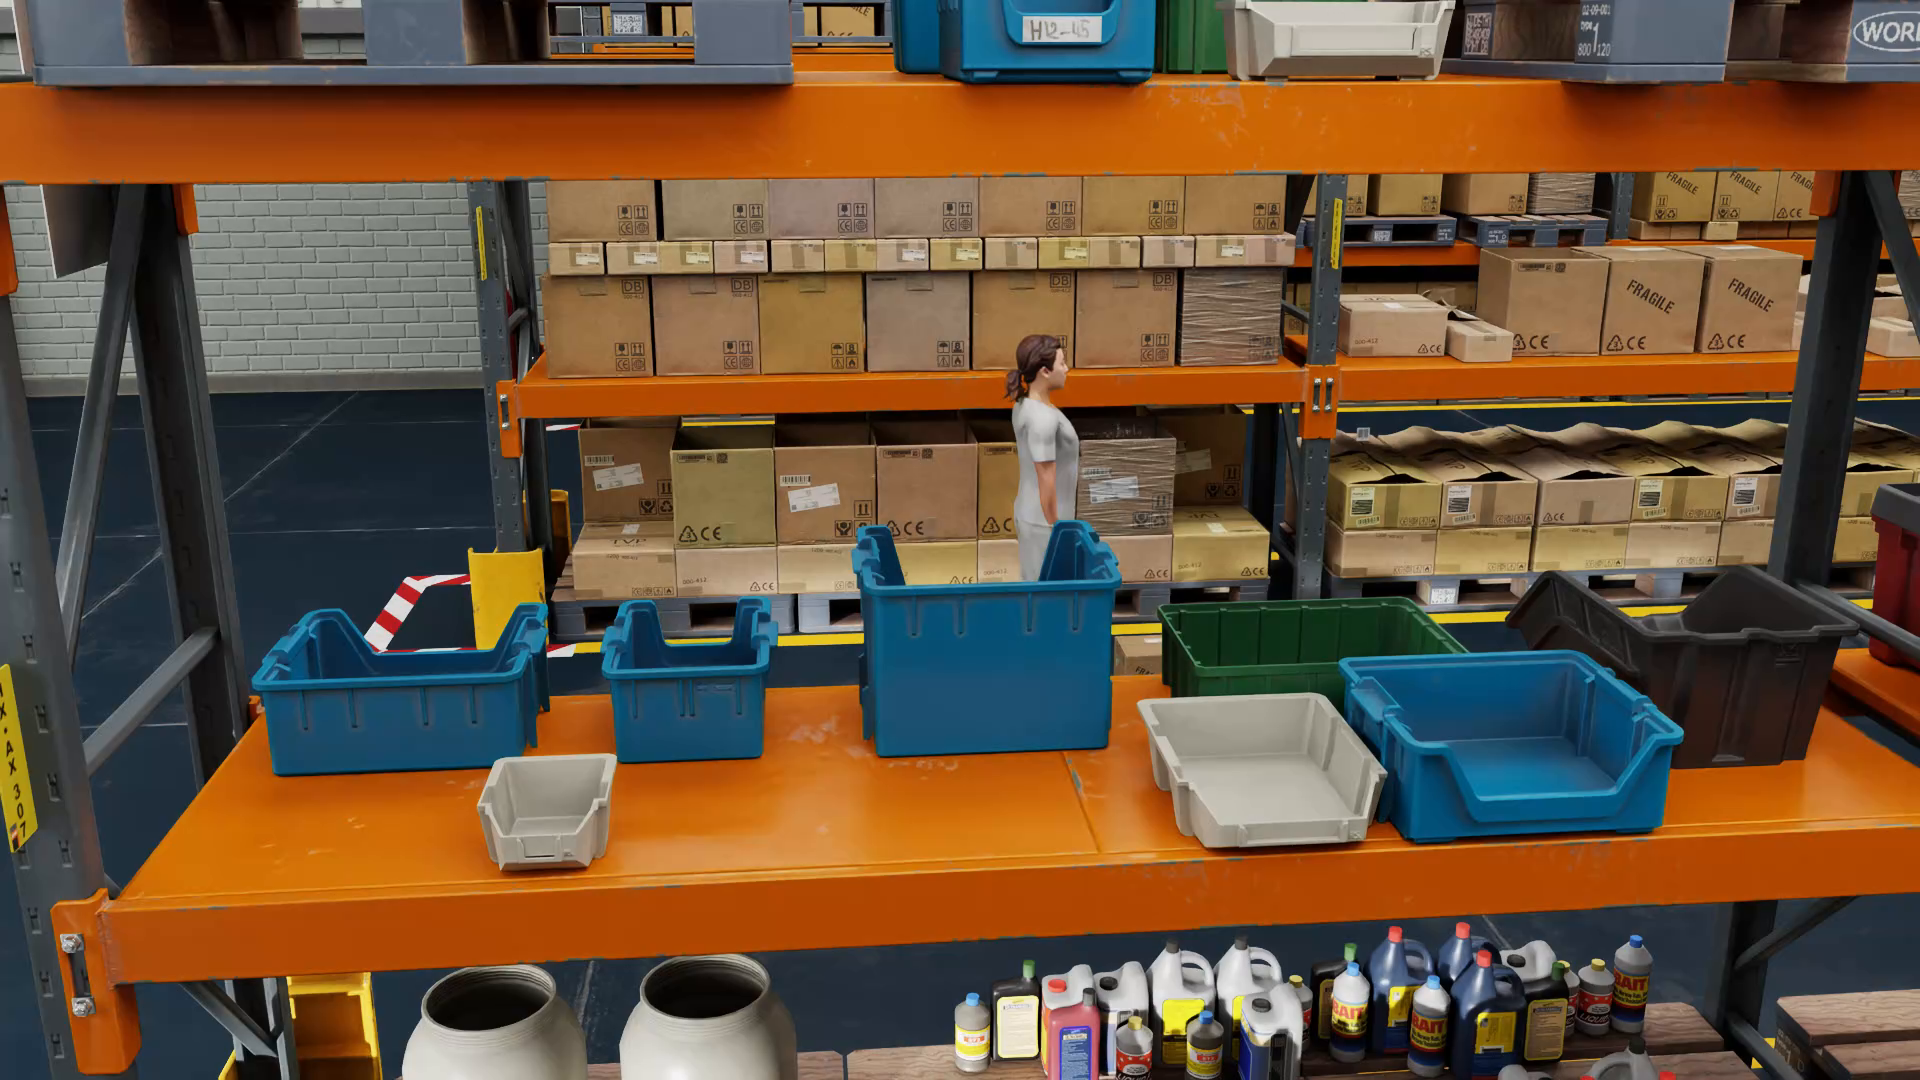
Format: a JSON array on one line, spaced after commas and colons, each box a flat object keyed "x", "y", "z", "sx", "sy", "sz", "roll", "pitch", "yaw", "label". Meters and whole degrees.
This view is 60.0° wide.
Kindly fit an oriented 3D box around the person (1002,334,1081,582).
[{"x": 0.354, "y": -0.068, "z": 7.288, "sx": 0.359, "sy": 1.675, "sz": 0.438, "roll": -2, "pitch": 17, "yaw": -6, "label": "person"}]
